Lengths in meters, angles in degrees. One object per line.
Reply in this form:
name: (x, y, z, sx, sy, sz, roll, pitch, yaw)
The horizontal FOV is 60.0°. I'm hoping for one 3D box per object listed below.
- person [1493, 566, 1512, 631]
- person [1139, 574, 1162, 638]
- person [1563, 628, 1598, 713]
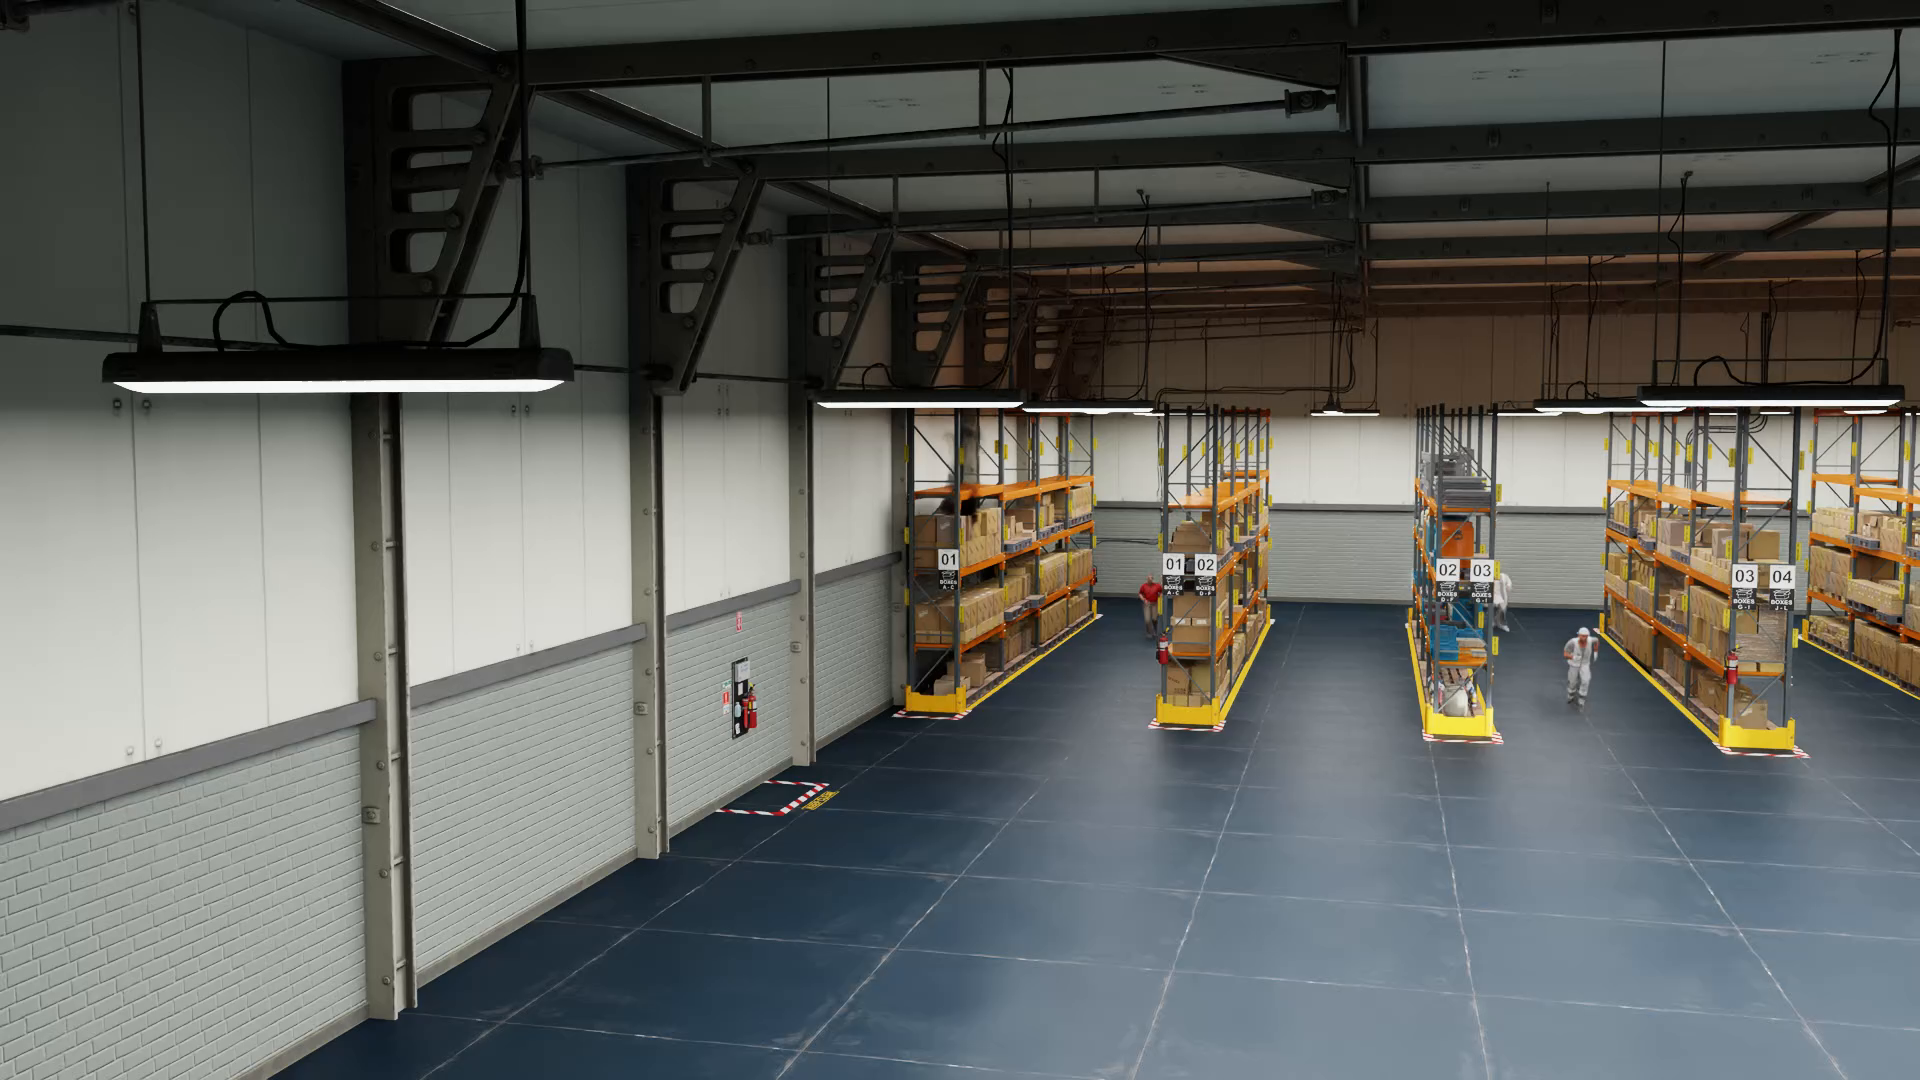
person: (14.606, 1.573, 45.175, 0.758, 1.812, 0.793, -1, 4, -17)
person: (4.978, 1.727, 43.317, 0.647, 1.679, 0.670, 1, 4, 7)
person: (12.167, 2.533, 32.677, 0.707, 1.721, 1.026, 0, 4, 6)
